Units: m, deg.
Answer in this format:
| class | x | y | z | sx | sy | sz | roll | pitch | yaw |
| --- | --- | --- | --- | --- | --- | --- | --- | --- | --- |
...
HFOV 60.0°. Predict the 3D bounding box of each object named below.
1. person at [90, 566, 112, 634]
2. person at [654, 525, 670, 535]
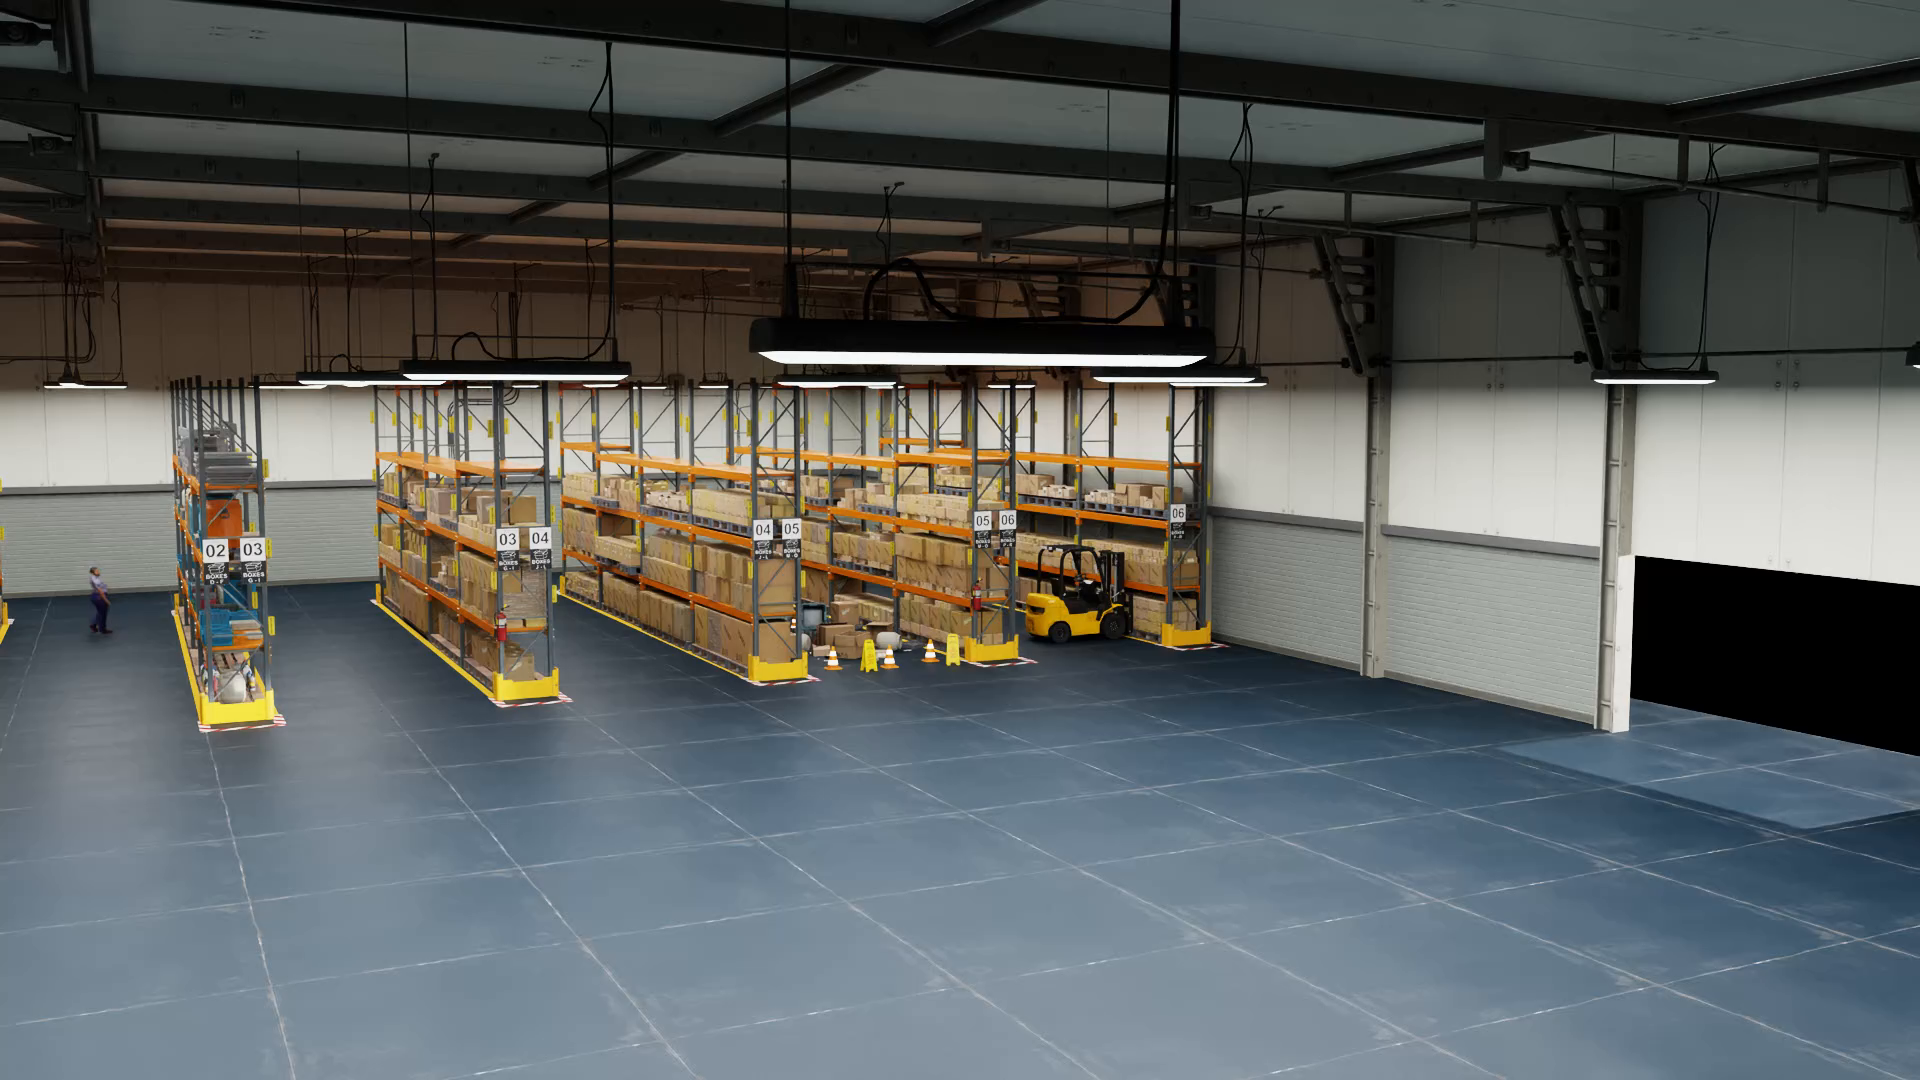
| class | x | y | z | sx | sy | sz | roll | pitch | yaw |
| --- | --- | --- | --- | --- | --- | --- | --- | --- | --- |
| person | -20.268 | 1.420 | 39.272 | 0.443 | 1.608 | 0.526 | -5 | 7 | -45 |
| person | -9.083 | 0.305 | 51.157 | 0.647 | 1.740 | 0.631 | -2 | 6 | -24 |
